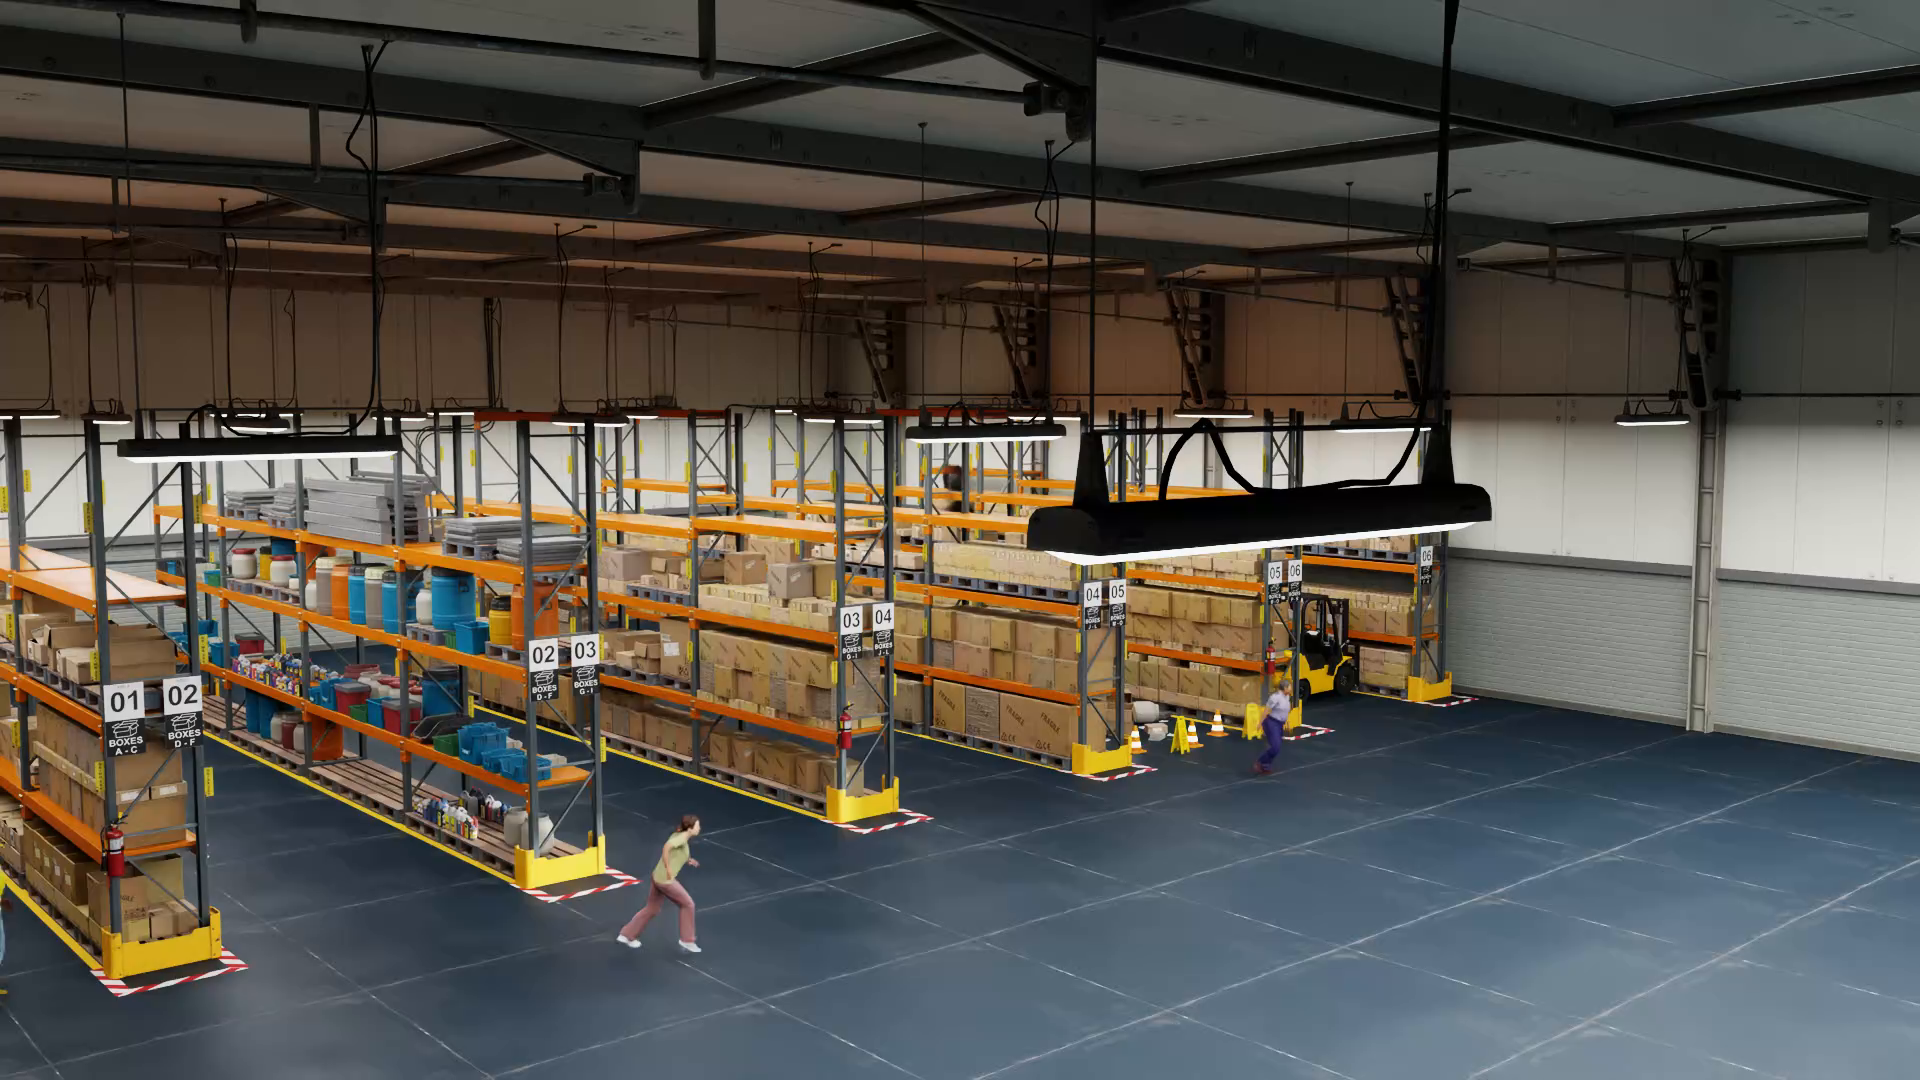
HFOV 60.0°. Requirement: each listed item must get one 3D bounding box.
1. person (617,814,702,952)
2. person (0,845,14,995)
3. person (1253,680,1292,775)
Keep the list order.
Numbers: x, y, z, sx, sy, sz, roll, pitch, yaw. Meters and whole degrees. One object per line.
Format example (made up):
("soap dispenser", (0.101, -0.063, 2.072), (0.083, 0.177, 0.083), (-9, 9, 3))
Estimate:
("person", (-3.396, 3.915, 18.756), (0.953, 1.628, 0.623), (-1, 5, -12))
("person", (-10.349, 3.953, 17.467), (0.766, 1.713, 0.697), (1, 5, 9))
("person", (5.207, 3.112, 27.647), (0.533, 1.609, 0.651), (3, 6, 35))
